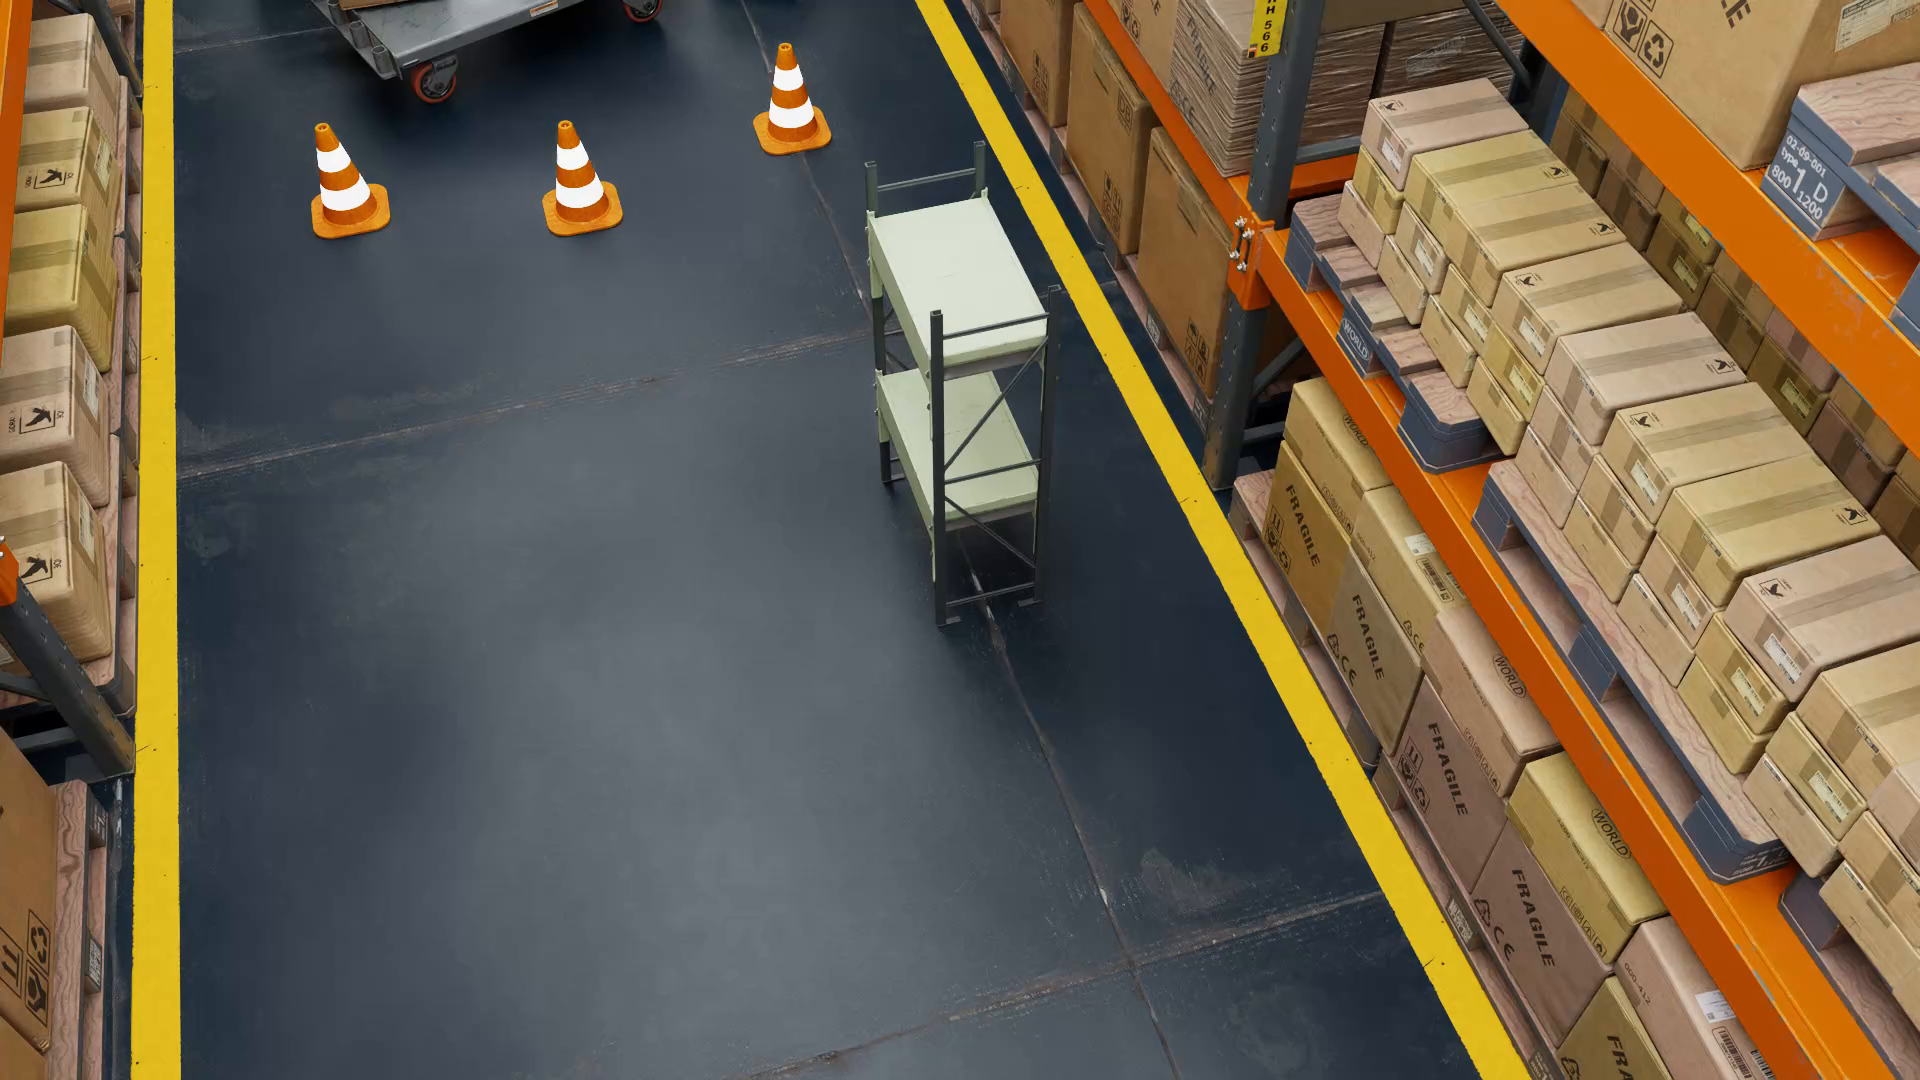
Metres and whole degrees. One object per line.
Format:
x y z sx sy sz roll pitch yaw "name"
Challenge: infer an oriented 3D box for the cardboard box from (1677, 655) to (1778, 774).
1.922 0.366 3.869 0.380 0.149 0.250 -11 51 -9 "cardboard box"

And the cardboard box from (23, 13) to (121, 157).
-4.291 -1.939 7.367 0.950 0.372 0.625 -13 51 -11 "cardboard box"

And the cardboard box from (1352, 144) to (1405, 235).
1.385 -1.057 4.874 0.380 0.149 0.250 -11 51 -9 "cardboard box"

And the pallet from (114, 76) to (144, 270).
-4.216 -1.566 7.432 1.003 0.211 1.213 -13 51 -11 "pallet"

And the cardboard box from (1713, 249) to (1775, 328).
2.249 -0.727 4.402 0.380 0.149 0.250 -12 51 -10 "cardboard box"

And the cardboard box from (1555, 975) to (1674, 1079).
2.006 1.429 4.444 0.500 0.500 0.500 -14 51 -12 "cardboard box"

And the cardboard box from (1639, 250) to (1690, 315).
2.167 -0.733 4.796 0.380 0.149 0.250 -13 51 -10 "cardboard box"

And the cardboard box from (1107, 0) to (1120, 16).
0.750 -2.335 6.191 0.500 0.500 0.500 -14 51 -12 "cardboard box"

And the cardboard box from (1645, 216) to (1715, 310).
2.176 -0.811 4.667 0.380 0.149 0.250 -12 51 -10 "cardboard box"

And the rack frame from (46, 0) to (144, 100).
-4.448 -3.033 6.845 1.000 3.000 0.127 -13 51 -11 "rack frame"

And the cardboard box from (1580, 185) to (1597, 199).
2.019 -1.103 5.107 0.380 0.149 0.250 -13 51 -10 "cardboard box"

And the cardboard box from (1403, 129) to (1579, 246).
1.467 -0.974 4.610 0.380 0.149 0.250 -15 51 -12 "cardboard box"

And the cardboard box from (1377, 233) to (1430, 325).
1.452 -0.791 4.844 0.380 0.149 0.250 -11 51 -9 "cardboard box"

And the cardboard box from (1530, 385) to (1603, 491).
1.697 -0.299 4.235 0.380 0.149 0.250 -13 51 -11 "cardboard box"

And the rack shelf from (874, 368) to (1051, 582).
-0.002 -0.278 5.930 0.431 0.370 0.720 -13 51 -11 "rack shelf"

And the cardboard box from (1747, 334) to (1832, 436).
2.320 -0.446 4.359 0.380 0.149 0.250 -14 51 -11 "cardboard box"

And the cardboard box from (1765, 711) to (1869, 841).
2.000 0.457 3.598 0.380 0.149 0.250 -16 52 -13 "cardboard box"

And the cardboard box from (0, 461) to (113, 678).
-3.423 0.185 5.576 0.950 0.372 0.625 -16 52 -13 "cardboard box"

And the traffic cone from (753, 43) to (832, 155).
-0.795 -2.088 7.707 0.336 0.463 0.334 -13 51 -11 "traffic cone"

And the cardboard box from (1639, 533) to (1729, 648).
1.851 0.080 3.916 0.380 0.149 0.250 -12 51 -10 "cardboard box"

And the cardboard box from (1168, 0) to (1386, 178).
1.044 -1.605 5.576 0.500 0.500 0.500 -13 51 -11 "cardboard box"

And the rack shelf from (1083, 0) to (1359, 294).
0.842 -2.534 6.895 1.077 0.370 4.000 -13 51 -11 "rack shelf"

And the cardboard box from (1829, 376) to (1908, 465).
2.397 -0.352 4.085 0.380 0.149 0.250 -11 51 -9 "cardboard box"

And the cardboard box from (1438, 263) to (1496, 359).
1.549 -0.665 4.544 0.380 0.149 0.250 -15 51 -12 "cardboard box"

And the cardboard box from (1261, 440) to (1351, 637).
1.399 -0.060 5.699 0.500 0.500 0.500 -15 52 -13 "cardboard box"

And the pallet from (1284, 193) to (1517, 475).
1.746 -0.747 5.043 1.213 0.211 1.003 -13 51 -11 "pallet"

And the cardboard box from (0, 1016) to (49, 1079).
-2.880 1.613 4.043 0.875 0.875 0.875 -13 51 -11 "cardboard box"

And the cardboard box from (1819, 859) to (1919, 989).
2.087 0.762 3.536 0.380 0.149 0.250 -16 52 -13 "cardboard box"

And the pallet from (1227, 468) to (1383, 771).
1.663 0.165 5.973 1.003 0.211 1.213 -13 51 -11 "pallet"

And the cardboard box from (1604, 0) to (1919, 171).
1.656 -1.099 3.187 0.500 0.500 0.500 -13 51 -11 "cardboard box"

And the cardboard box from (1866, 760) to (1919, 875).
2.079 0.545 3.330 0.380 0.149 0.250 -13 51 -11 "cardboard box"

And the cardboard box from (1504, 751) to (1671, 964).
1.846 0.797 4.486 0.500 0.250 0.500 -15 52 -13 "cardboard box"

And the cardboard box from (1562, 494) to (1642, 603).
1.767 -0.019 4.194 0.380 0.149 0.250 -13 51 -10 "cardboard box"

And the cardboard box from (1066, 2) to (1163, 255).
1.078 -1.818 7.017 1.050 0.750 0.750 -13 51 -10 "cardboard box"

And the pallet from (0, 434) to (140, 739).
-3.495 0.216 5.930 1.003 0.211 1.213 -13 51 -11 "pallet"

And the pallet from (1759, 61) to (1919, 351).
2.226 -0.521 2.889 1.213 0.211 1.003 -13 51 -11 "pallet"

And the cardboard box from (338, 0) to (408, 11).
-2.757 -2.896 7.869 0.500 0.500 0.500 -13 51 -11 "cardboard box"

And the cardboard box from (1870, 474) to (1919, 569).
2.475 -0.067 4.040 0.380 0.149 0.250 -14 51 -12 "cardboard box"

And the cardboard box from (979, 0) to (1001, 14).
0.520 -3.204 8.186 1.050 0.750 0.750 -14 51 -11 "cardboard box"

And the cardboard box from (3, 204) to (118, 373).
-3.867 -0.907 6.497 0.950 0.372 0.625 -12 51 -10 "cardboard box"

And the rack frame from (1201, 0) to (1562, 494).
1.434 -1.305 5.388 1.000 3.000 0.127 -13 51 -11 "rack frame"

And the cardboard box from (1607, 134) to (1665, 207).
2.089 -1.113 4.727 0.380 0.149 0.250 -14 51 -11 "cardboard box"

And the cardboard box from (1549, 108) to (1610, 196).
2.015 -1.197 4.992 0.380 0.149 0.250 -12 51 -10 "cardboard box"

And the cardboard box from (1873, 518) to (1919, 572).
2.477 0.033 4.150 0.380 0.149 0.250 -15 52 -13 "cardboard box"

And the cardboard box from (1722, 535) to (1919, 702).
1.927 0.169 3.646 0.380 0.149 0.250 -15 52 -13 "cardboard box"

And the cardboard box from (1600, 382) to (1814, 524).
1.775 -0.210 3.966 0.380 0.149 0.250 -12 51 -10 "cardboard box"

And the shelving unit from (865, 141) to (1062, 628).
-0.002 -0.488 5.681 0.431 1.500 0.755 -13 51 -11 "shelving unit"

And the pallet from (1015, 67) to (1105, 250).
0.915 -1.888 7.704 1.003 0.211 1.213 -13 51 -11 "pallet"

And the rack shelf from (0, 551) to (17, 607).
-2.674 1.581 3.426 1.077 0.370 4.000 -13 51 -11 "rack shelf"

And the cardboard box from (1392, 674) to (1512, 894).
1.707 0.680 5.075 0.500 0.500 0.500 -14 51 -12 "cardboard box"

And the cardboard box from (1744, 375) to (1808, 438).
2.318 -0.354 4.476 0.380 0.149 0.250 -15 52 -13 "cardboard box"

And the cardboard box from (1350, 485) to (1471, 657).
1.556 0.052 5.114 0.500 0.250 0.500 -14 51 -11 "cardboard box"

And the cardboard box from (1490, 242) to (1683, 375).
1.613 -0.600 4.295 0.380 0.149 0.250 -15 52 -12 "cardboard box"

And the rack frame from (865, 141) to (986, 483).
-0.110 -0.756 5.906 0.400 1.500 0.023 -13 51 -11 "rack frame"

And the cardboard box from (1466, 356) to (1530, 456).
1.614 -0.397 4.512 0.380 0.149 0.250 -11 51 -9 "cardboard box"

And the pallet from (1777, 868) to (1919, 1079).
2.529 1.087 3.497 1.003 0.211 1.213 -13 51 -11 "pallet"

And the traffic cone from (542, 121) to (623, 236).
-1.703 -1.641 7.331 0.336 0.463 0.334 -13 51 -11 "traffic cone"
